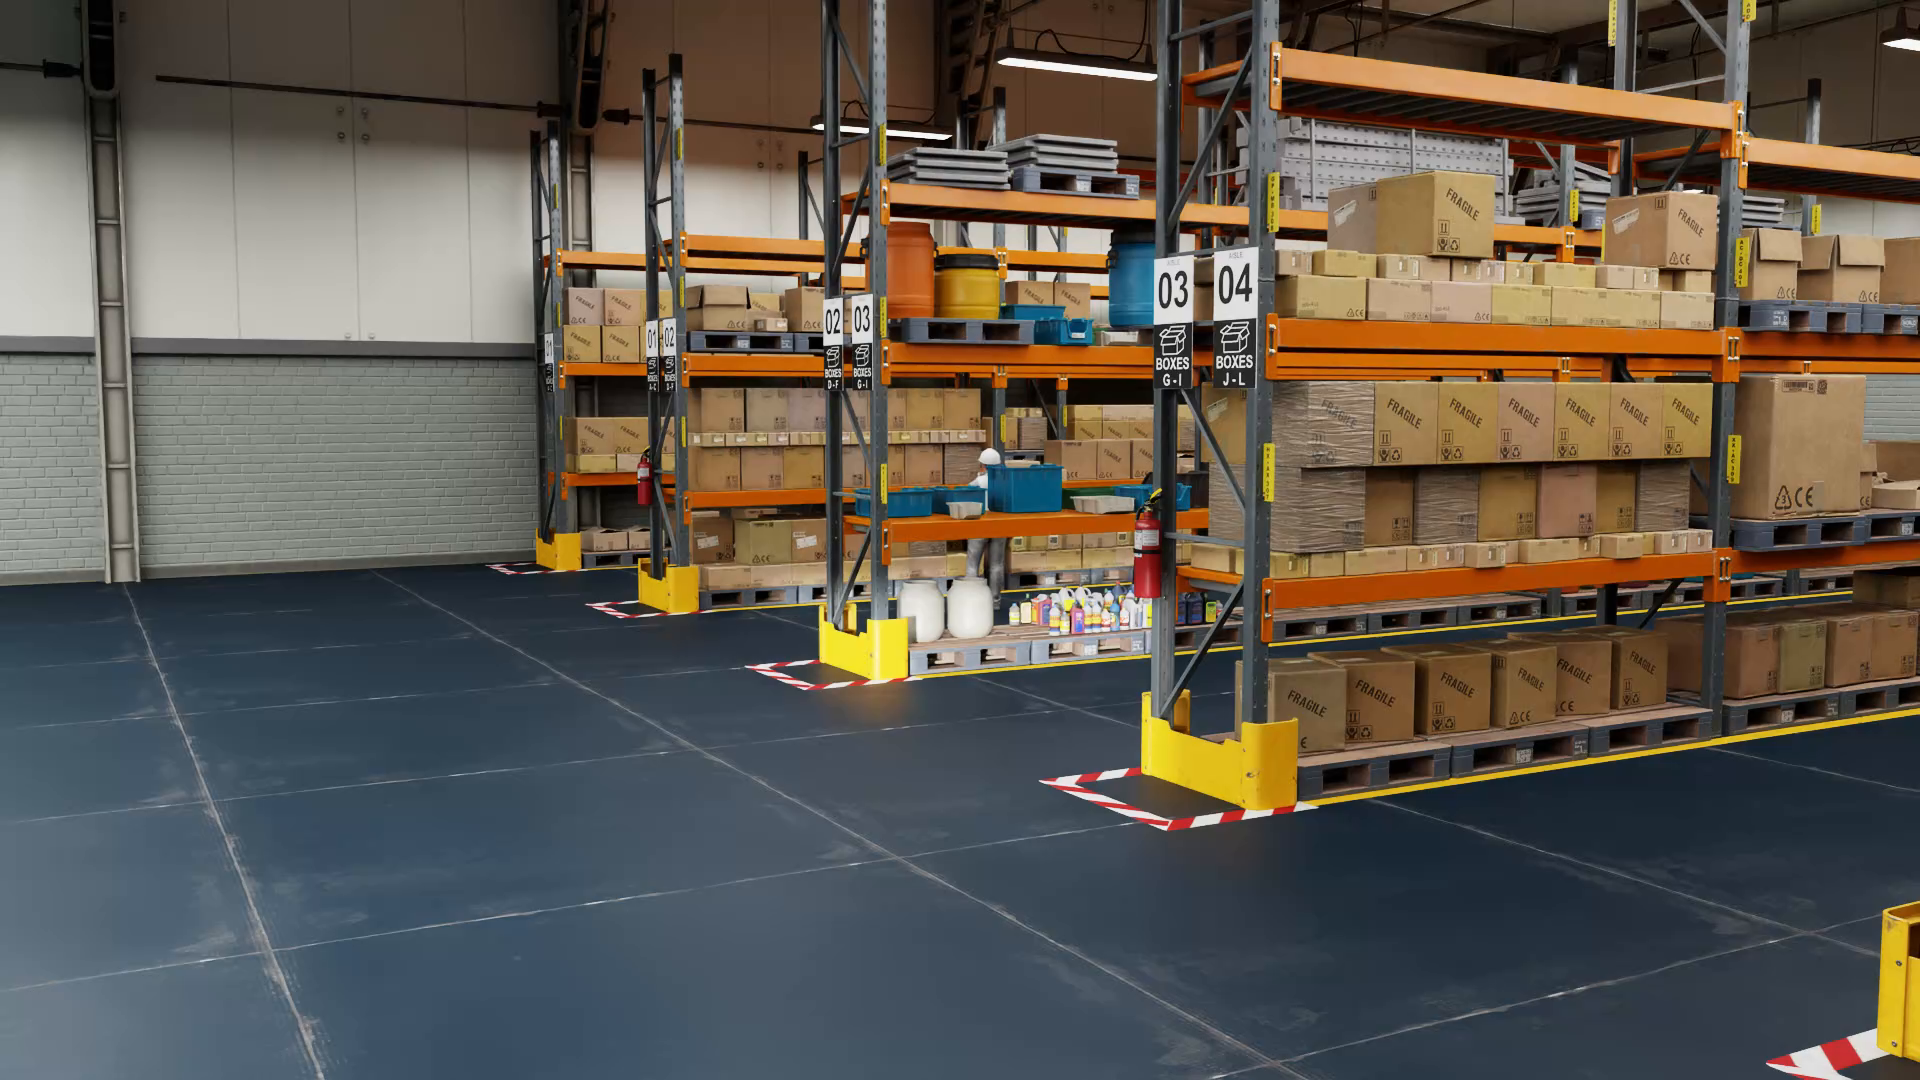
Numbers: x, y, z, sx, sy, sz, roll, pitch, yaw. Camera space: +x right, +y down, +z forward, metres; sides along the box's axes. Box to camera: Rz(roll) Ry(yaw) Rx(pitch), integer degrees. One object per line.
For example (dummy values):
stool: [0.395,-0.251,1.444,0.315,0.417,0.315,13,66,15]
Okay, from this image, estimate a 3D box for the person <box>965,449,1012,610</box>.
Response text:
person: [0.295,-0.110,18.363,0.596,1.796,0.385,-2,5,-21]
